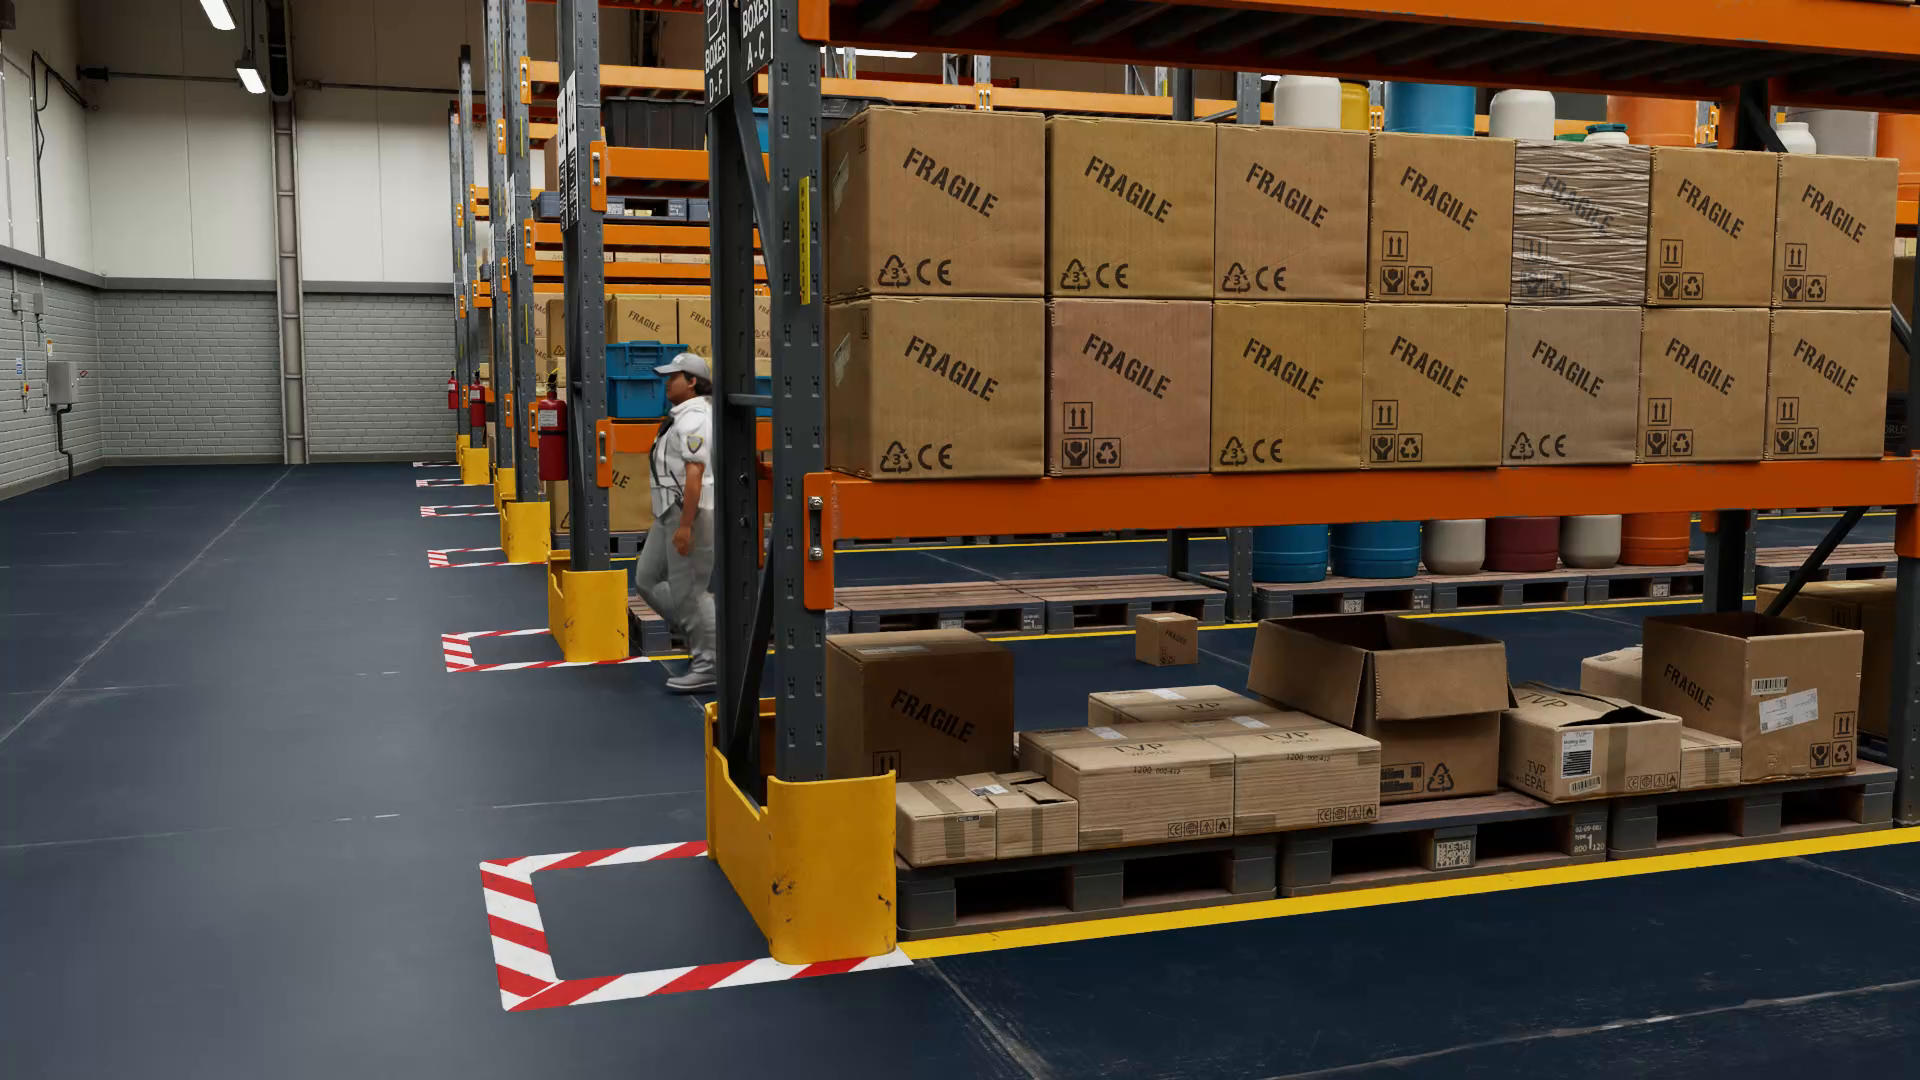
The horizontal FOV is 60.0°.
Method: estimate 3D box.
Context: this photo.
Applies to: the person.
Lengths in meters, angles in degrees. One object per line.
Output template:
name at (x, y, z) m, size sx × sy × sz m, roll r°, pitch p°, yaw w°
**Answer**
person at (-1.374, -0.081, 8.235) m, size 0.450 × 1.681 × 0.499 m, roll -2°, pitch 6°, yaw -15°
